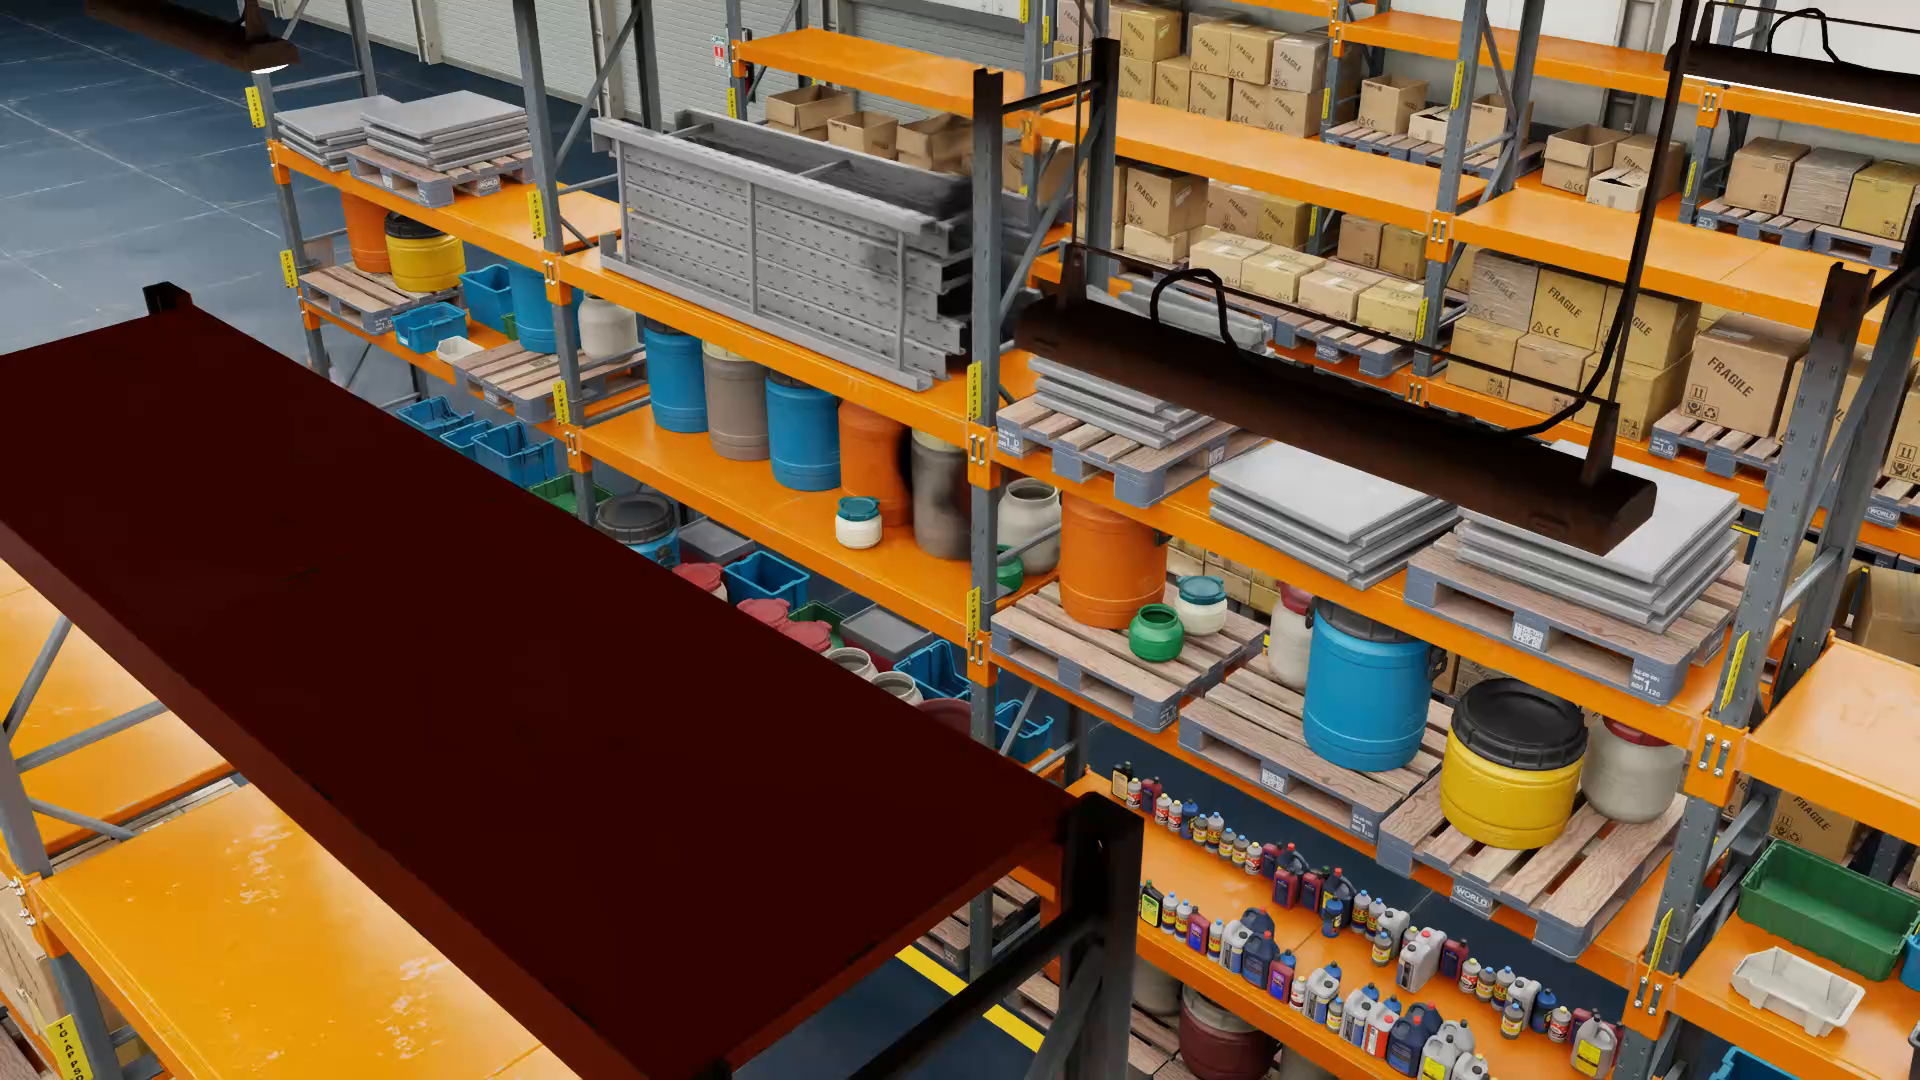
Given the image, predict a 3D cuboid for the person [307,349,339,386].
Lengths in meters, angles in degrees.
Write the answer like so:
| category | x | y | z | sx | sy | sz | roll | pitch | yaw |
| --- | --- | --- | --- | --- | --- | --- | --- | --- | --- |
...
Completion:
| category | x | y | z | sx | sy | sz | roll | pitch | yaw |
| --- | --- | --- | --- | --- | --- | --- | --- | --- | --- |
| person | -6.357 | -1.178 | 16.693 | 0.618 | 1.608 | 0.668 | -6 | 30 | -11 |
